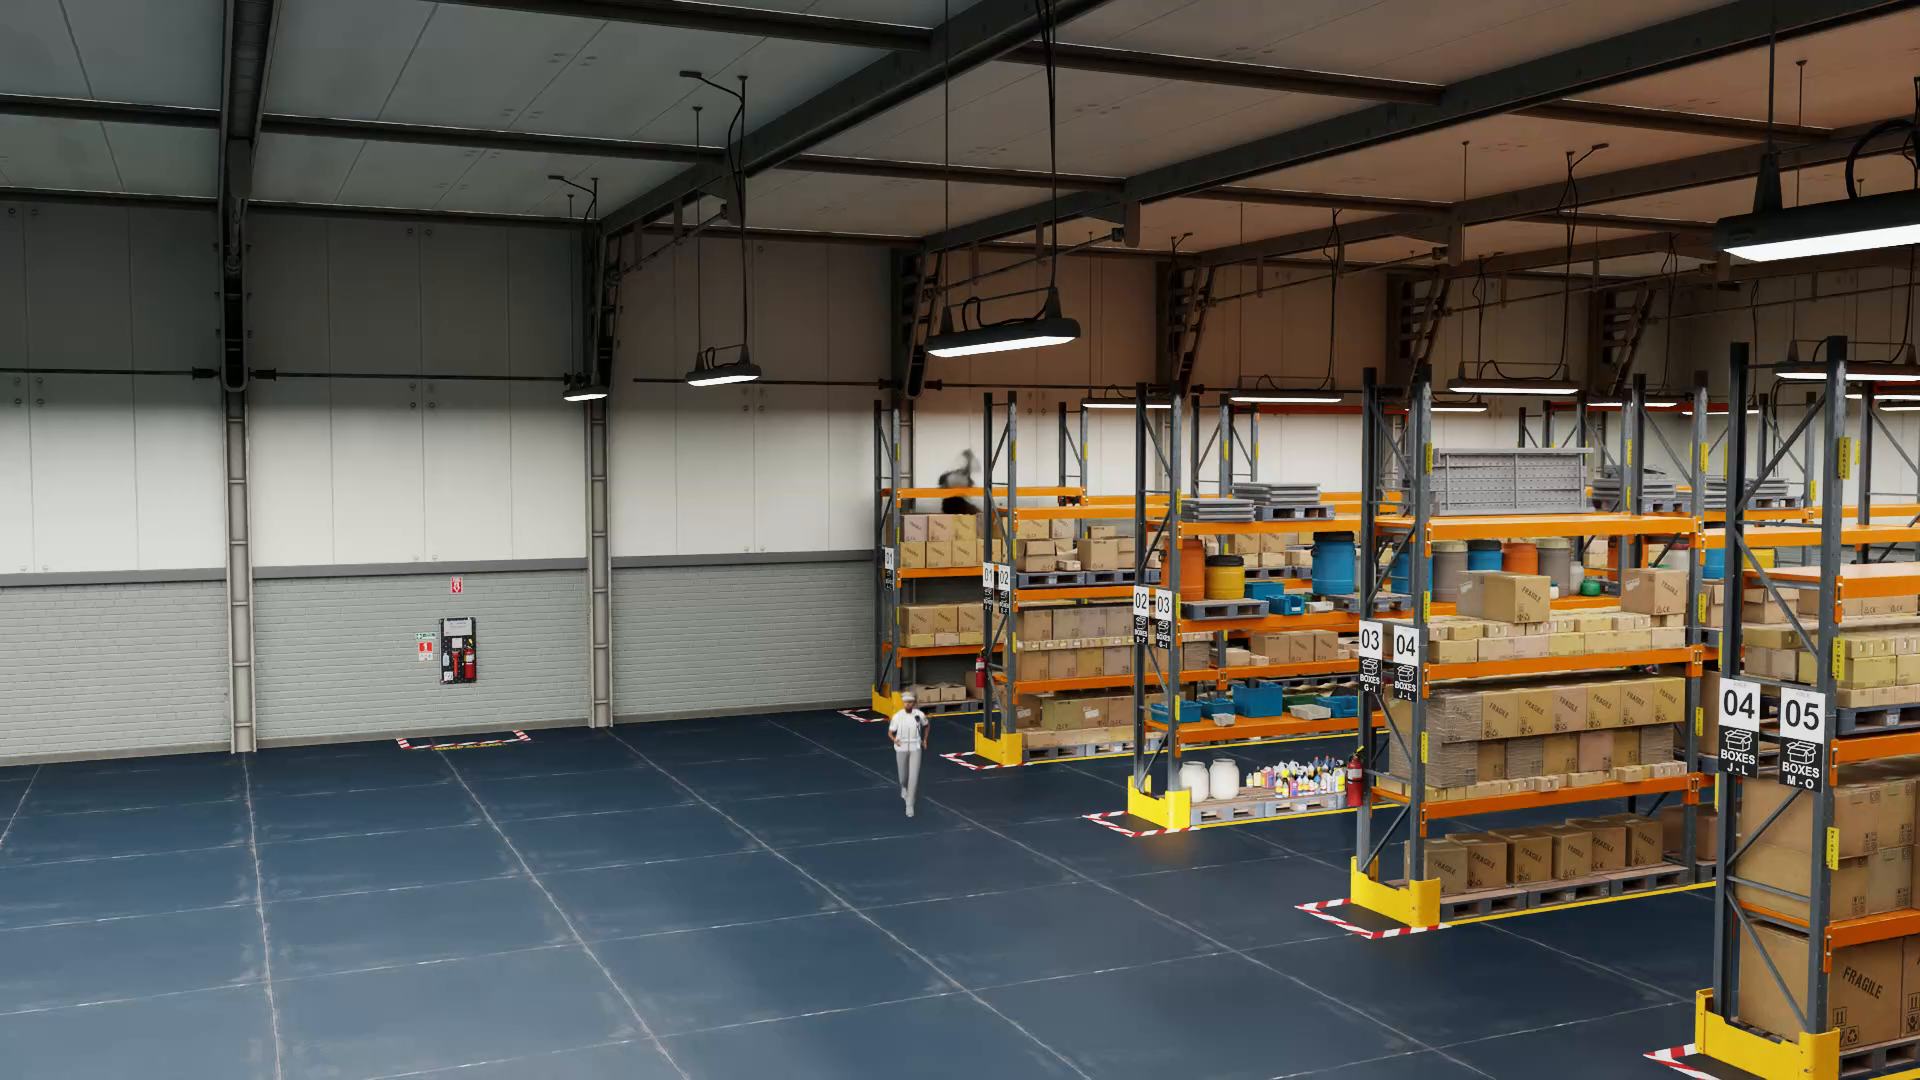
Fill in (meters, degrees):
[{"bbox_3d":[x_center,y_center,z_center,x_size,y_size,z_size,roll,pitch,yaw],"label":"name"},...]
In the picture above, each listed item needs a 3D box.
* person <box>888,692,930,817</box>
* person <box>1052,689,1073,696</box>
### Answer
[{"bbox_3d":[-0.714,2.969,23.403,0.592,1.702,0.900,0,3,0],"label":"person"},{"bbox_3d":[1.872,2.494,29.488,0.872,1.777,0.673,-2,4,-28],"label":"person"}]
